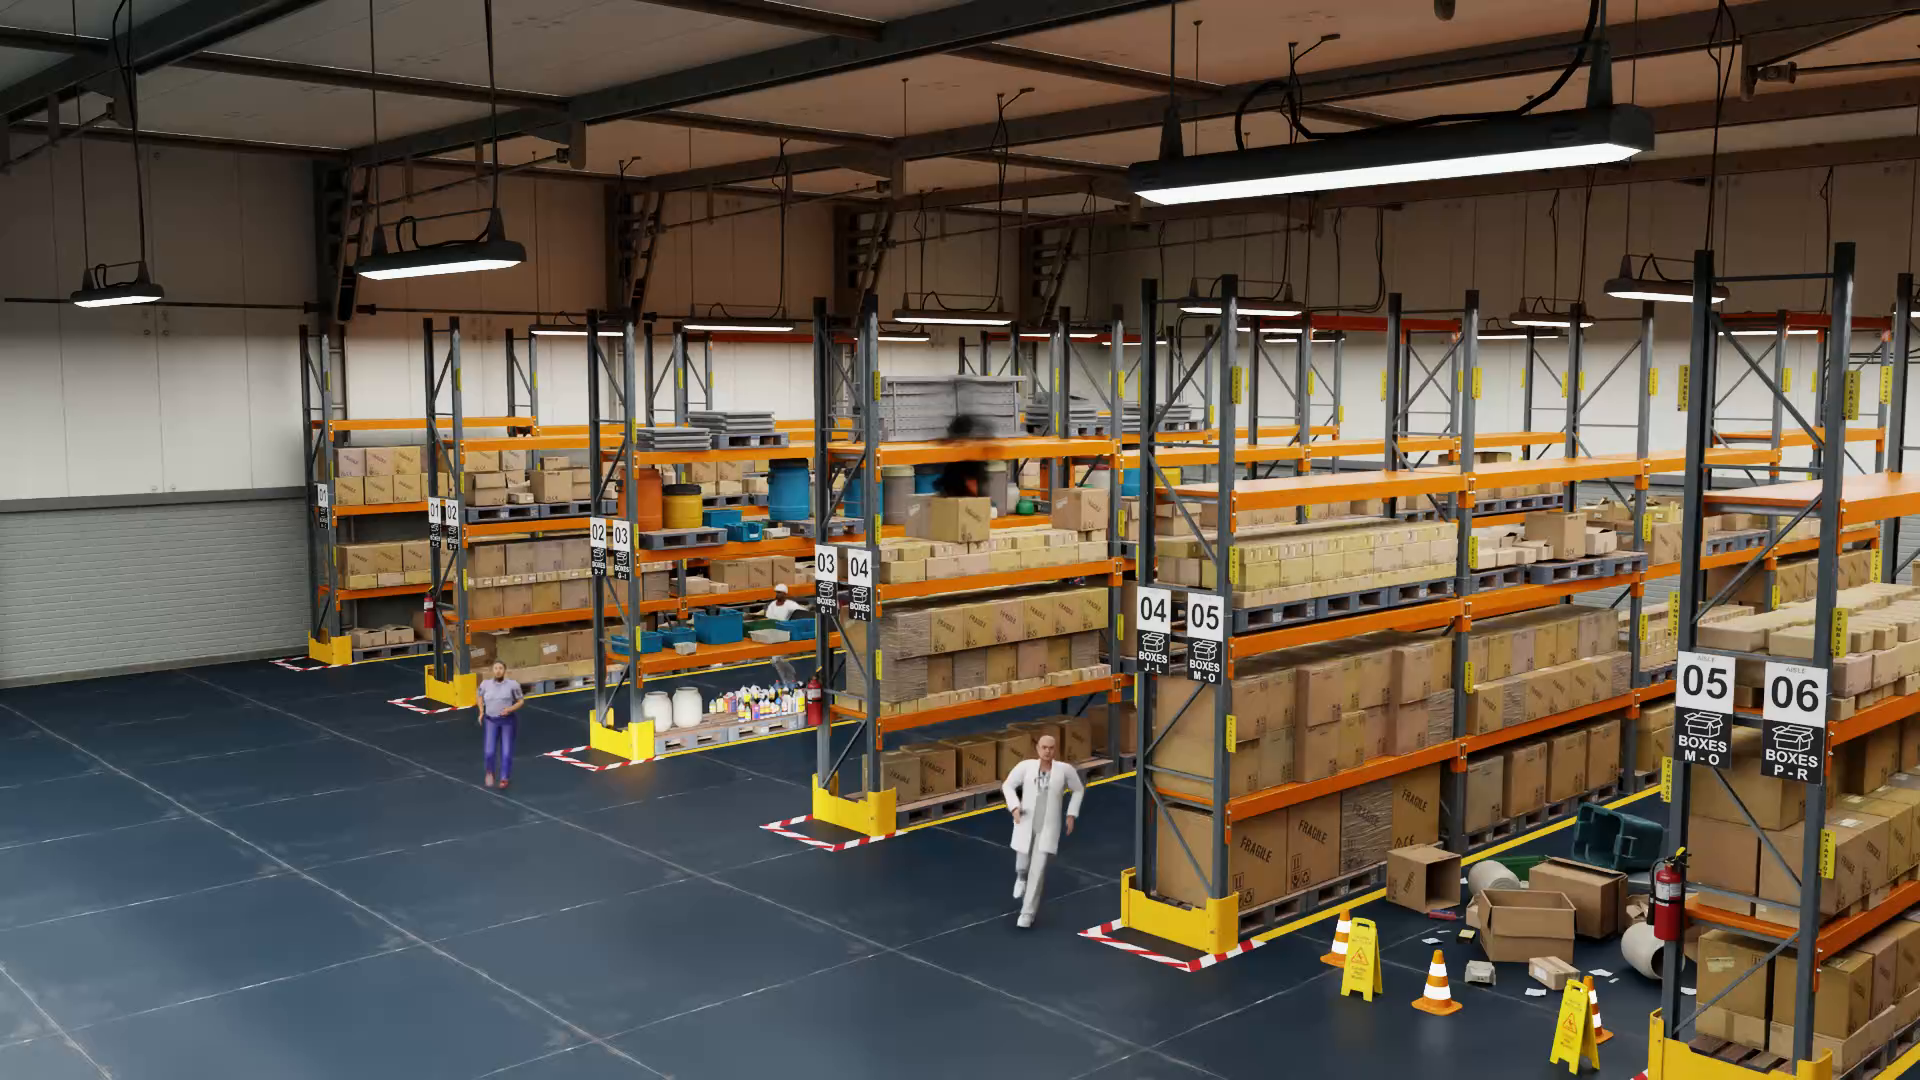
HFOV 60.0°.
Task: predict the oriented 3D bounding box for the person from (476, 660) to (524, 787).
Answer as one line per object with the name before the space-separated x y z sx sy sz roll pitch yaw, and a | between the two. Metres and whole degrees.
person | -5.685 2.283 20.546 0.591 1.610 0.604 -1 6 -11

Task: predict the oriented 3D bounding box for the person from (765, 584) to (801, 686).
person | -2.923 1.557 26.974 0.686 1.691 0.617 4 7 36

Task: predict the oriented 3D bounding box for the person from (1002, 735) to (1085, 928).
person | 0.786 2.713 15.768 0.780 1.748 0.964 1 6 5
